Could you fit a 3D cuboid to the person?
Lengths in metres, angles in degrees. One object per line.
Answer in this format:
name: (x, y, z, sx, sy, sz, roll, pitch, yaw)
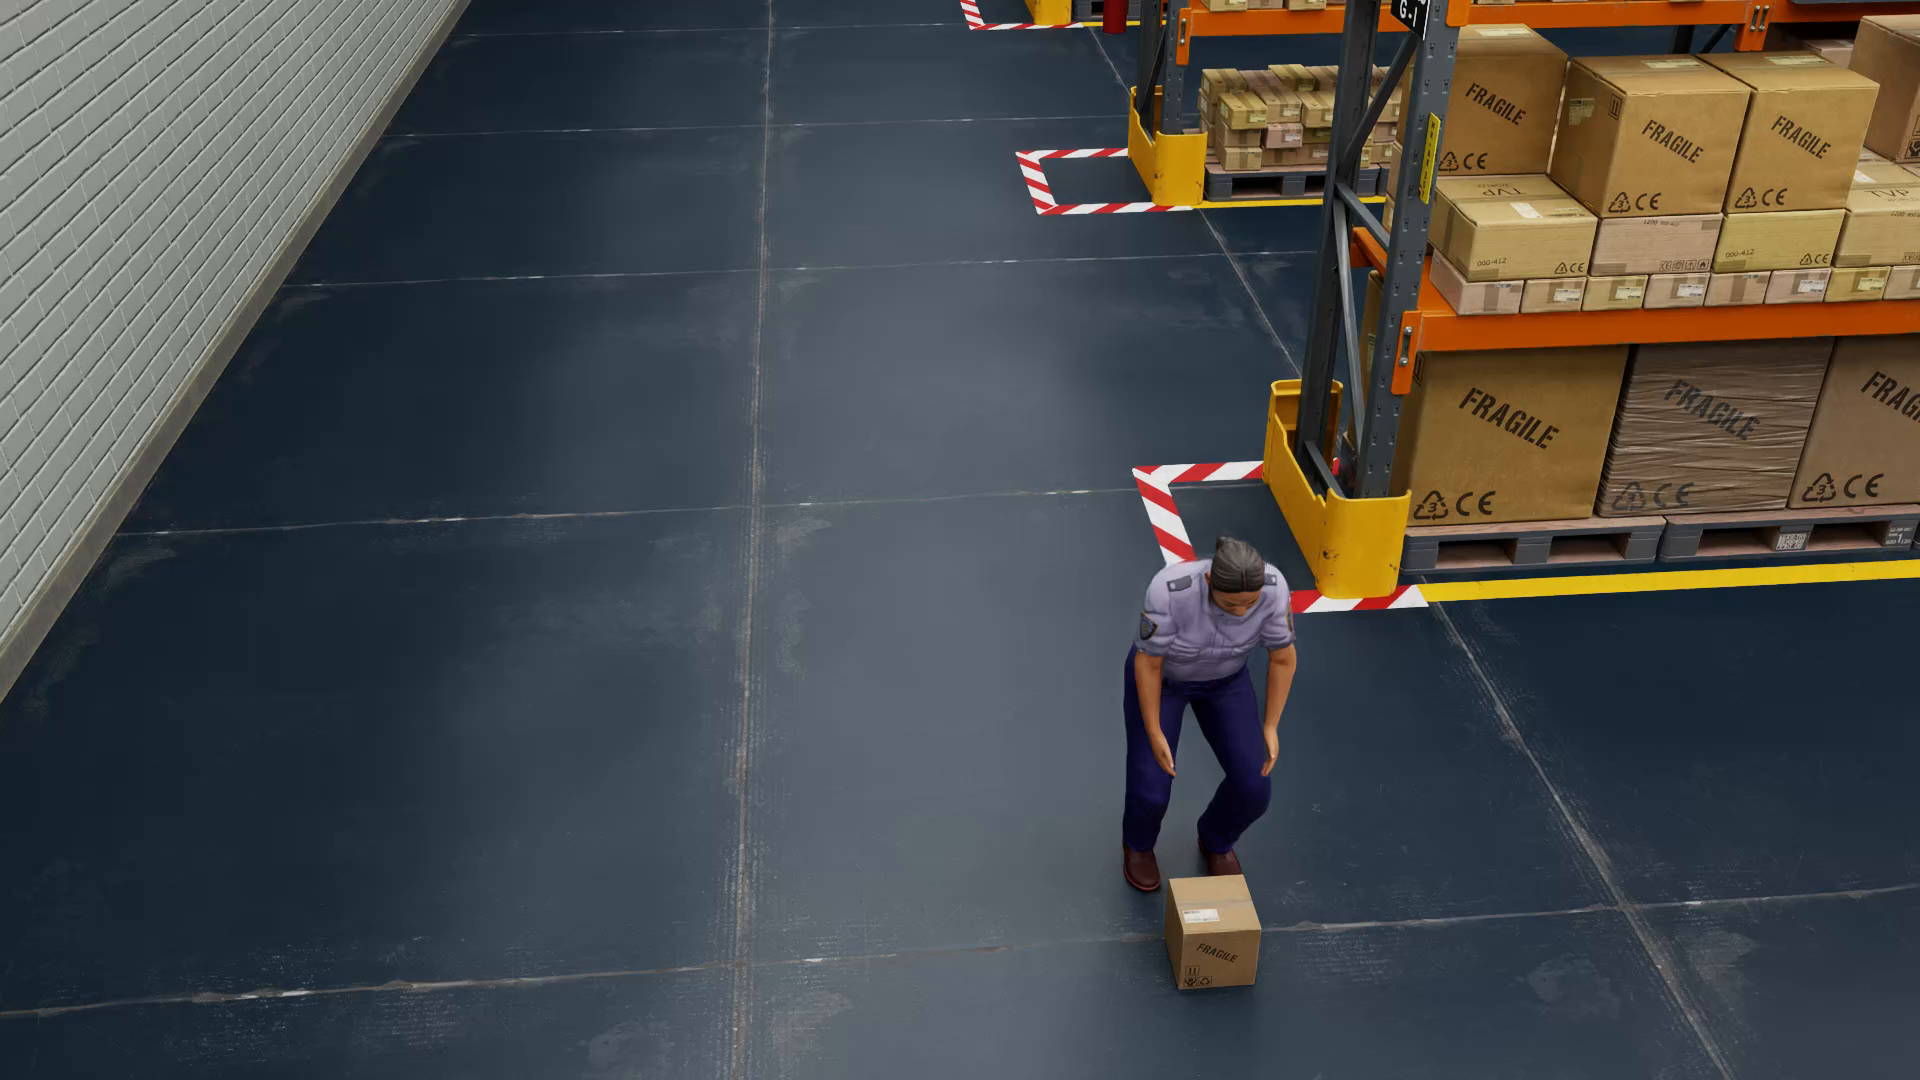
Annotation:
person: (0.809, 0.531, 5.481, 0.530, 1.446, 0.595, -2, 31, -4)
